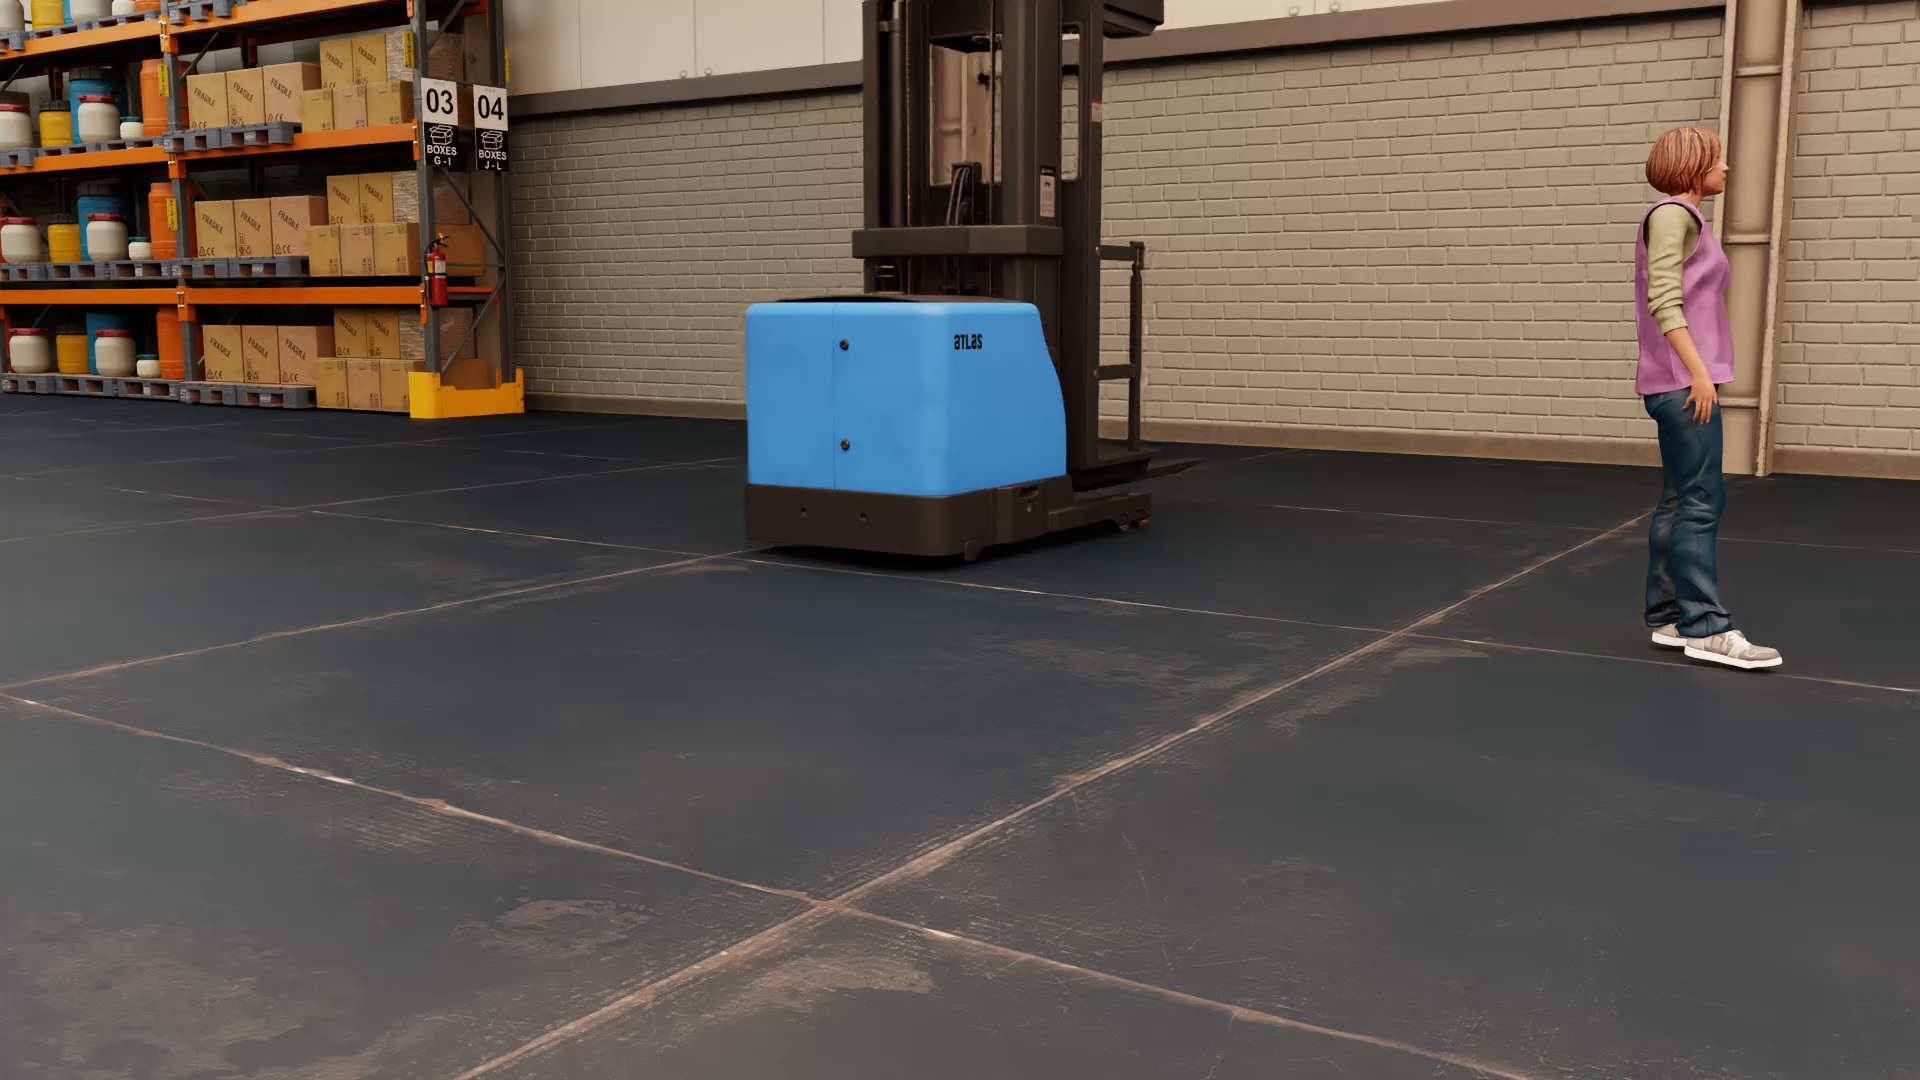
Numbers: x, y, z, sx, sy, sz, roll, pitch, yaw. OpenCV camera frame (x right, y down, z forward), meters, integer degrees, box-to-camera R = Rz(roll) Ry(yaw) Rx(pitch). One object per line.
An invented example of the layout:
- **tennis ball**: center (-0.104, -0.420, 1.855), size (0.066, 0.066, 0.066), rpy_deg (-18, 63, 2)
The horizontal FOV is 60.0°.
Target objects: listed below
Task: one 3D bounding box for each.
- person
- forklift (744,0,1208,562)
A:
- **person**: center (2.282, -0.450, 5.042), size (0.475, 1.597, 0.520), rpy_deg (4, 9, 25)
- **forklift**: center (0.283, -1.528, 7.937), size (1.130, 2.935, 3.031), rpy_deg (5, 10, 32)
